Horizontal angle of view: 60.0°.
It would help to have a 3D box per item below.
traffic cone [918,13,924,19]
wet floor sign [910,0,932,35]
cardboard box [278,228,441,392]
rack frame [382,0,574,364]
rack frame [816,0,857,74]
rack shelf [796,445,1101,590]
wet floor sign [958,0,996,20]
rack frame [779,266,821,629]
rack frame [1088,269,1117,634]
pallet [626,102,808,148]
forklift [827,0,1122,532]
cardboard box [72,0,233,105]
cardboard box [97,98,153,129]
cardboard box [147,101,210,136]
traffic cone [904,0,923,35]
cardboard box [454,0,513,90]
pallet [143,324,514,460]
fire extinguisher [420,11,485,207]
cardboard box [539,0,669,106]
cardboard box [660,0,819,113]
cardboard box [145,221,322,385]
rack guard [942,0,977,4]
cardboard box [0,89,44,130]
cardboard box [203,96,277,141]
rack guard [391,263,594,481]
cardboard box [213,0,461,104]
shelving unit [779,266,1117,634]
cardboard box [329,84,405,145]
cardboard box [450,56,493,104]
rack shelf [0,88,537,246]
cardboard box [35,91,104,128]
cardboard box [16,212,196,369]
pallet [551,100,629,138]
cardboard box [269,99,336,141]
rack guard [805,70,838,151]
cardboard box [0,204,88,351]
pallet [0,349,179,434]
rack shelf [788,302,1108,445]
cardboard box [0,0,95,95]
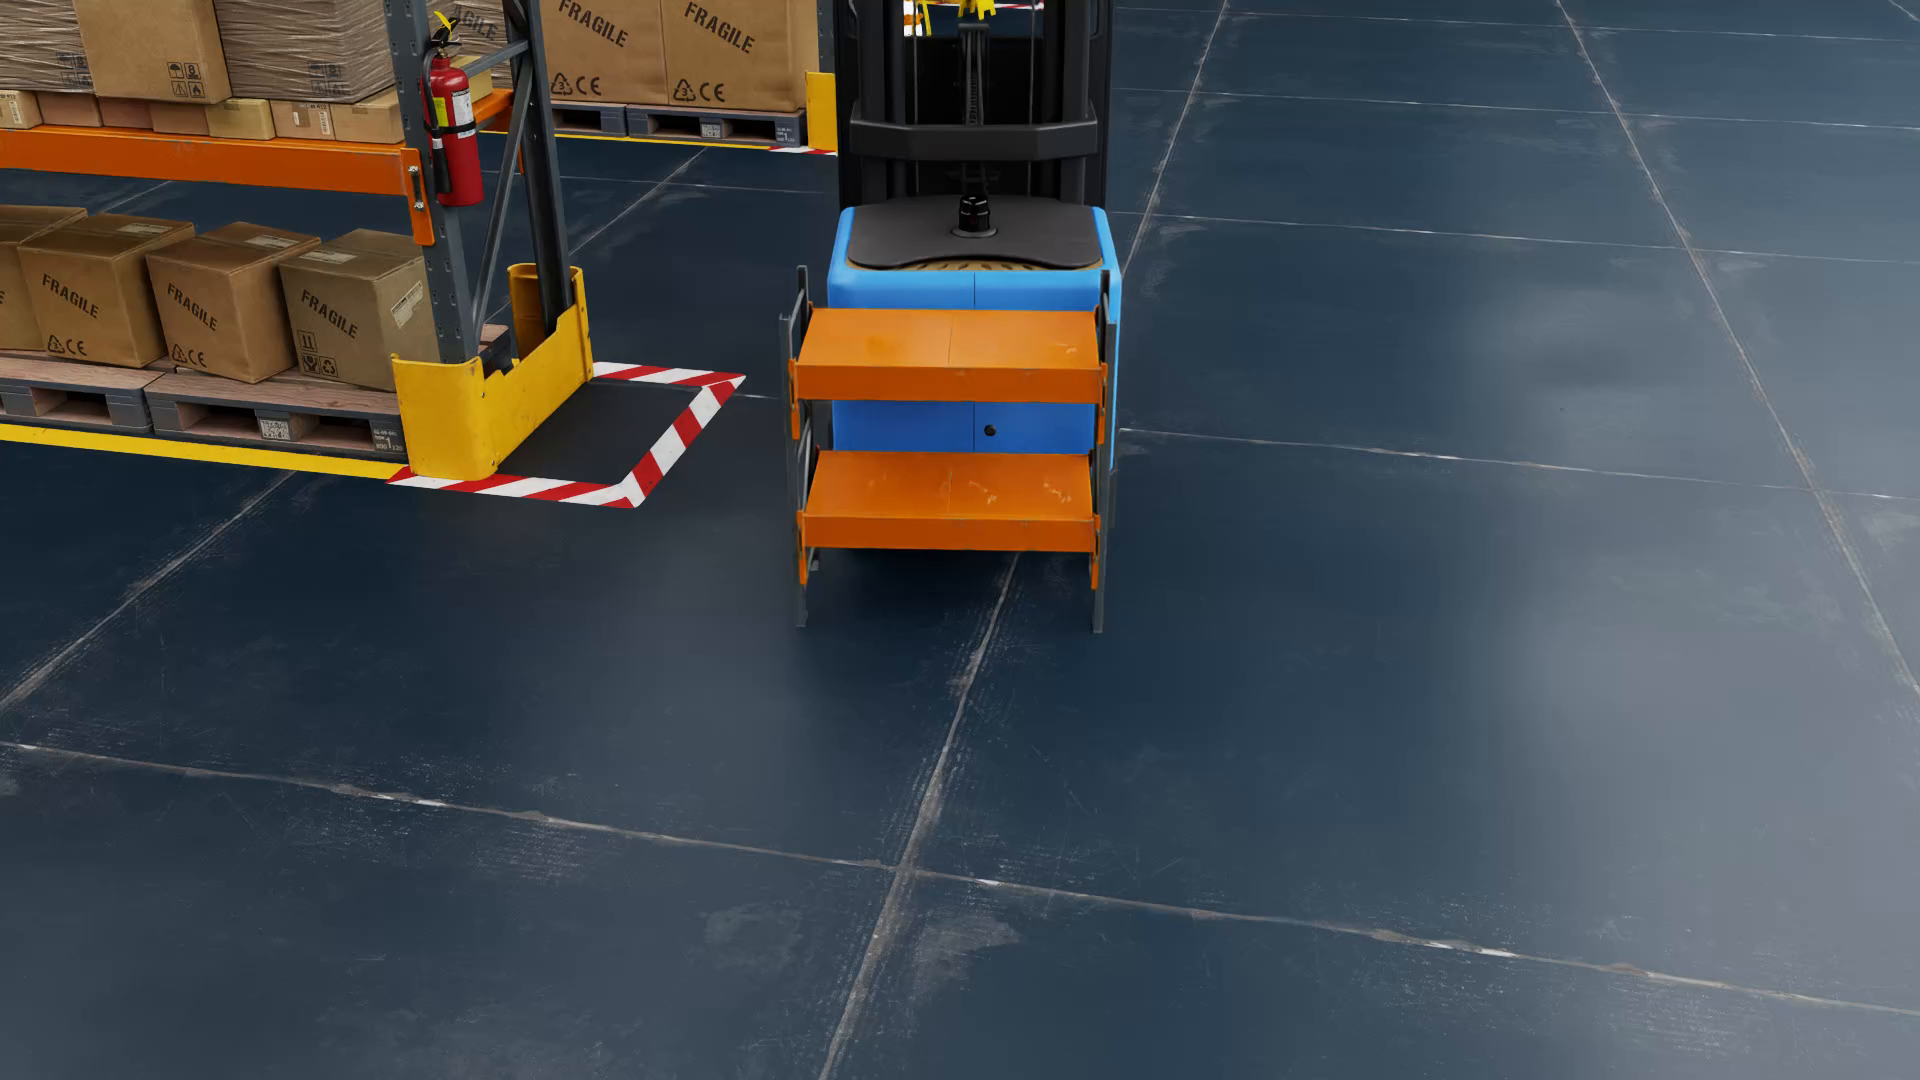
[{"bbox_3d":[-0.504,-4.808,14.551,0.334,0.463,0.336,6,29,11],"label":"traffic cone"},{"bbox_3d":[-0.307,-4.043,12.963,0.232,0.644,0.267,1,29,2],"label":"wet floor sign"},{"bbox_3d":[-2.491,-0.988,7.097,0.500,0.500,0.500,11,31,20],"label":"cardboard box"},{"bbox_3d":[-1.884,-1.830,6.468,0.127,3.000,1.000,6,29,11],"label":"rack frame"},{"bbox_3d":[-0.749,-4.149,10.705,0.127,3.000,1.000,6,29,11],"label":"rack frame"},{"bbox_3d":[-0.030,-0.087,5.746,1.000,0.278,0.538,1,29,2],"label":"rack shelf"},{"bbox_3d":[0.148,-4.929,14.582,0.232,0.644,0.267,17,33,28],"label":"wet floor sign"},{"bbox_3d":[-0.538,-0.310,5.644,0.032,1.125,0.500,1,29,2],"label":"rack frame"},{"bbox_3d":[0.478,-0.293,5.613,0.032,1.125,0.500,1,29,2],"label":"rack frame"},{"bbox_3d":[-1.547,-2.969,11.454,1.213,0.211,1.003,6,29,11],"label":"pallet"},{"bbox_3d":[0.051,-1.960,6.779,1.130,2.935,3.031,0,29,0],"label":"forklift"},{"bbox_3d":[-2.930,-2.066,6.486,0.500,0.500,0.875,6,29,11],"label":"cardboard box"},{"bbox_3d":[-3.182,-1.754,6.592,0.250,0.149,0.380,6,29,11],"label":"cardboard box"},{"bbox_3d":[-2.946,-1.710,6.511,0.250,0.149,0.380,6,29,11],"label":"cardboard box"},{"bbox_3d":[-0.404,-4.253,13.536,0.334,0.463,0.336,6,29,11],"label":"traffic cone"},{"bbox_3d":[-3.178,-3.618,11.510,0.875,0.875,0.875,6,29,11],"label":"cardboard box"},{"bbox_3d":[-2.745,-0.712,7.331,1.213,0.211,1.003,6,29,11],"label":"pallet"},{"bbox_3d":[-1.868,-1.568,6.071,0.183,0.674,0.296,6,29,11],"label":"fire extinguisher"},{"bbox_3d":[-2.287,-3.525,11.341,0.875,0.875,0.875,5,29,10],"label":"cardboard box"},{"bbox_3d":[-1.426,-3.438,11.182,0.875,0.875,0.875,6,29,11],"label":"cardboard box"},{"bbox_3d":[-3.083,-1.032,7.177,0.500,0.500,0.500,14,32,24],"label":"cardboard box"},{"bbox_3d":[0.111,-5.395,15.584,0.348,0.500,1.175,6,29,11],"label":"rack guard"},{"bbox_3d":[-3.694,-1.752,6.589,0.250,0.149,0.380,6,29,11],"label":"cardboard box"},{"bbox_3d":[-2.705,-1.677,6.452,0.250,0.149,0.380,6,29,11],"label":"cardboard box"},{"bbox_3d":[-1.958,-0.741,7.083,0.348,0.500,1.175,6,29,11],"label":"rack guard"},{"bbox_3d":[-2.416,-2.072,6.497,0.500,0.500,0.875,6,29,11],"label":"cardboard box"},{"bbox_3d":[-0.030,-0.301,5.629,1.048,1.125,0.538,1,29,2],"label":"shelving unit"},{"bbox_3d":[-2.206,-1.651,6.404,0.250,0.149,0.380,6,29,11],"label":"cardboard box"},{"bbox_3d":[-2.113,-1.860,6.785,0.250,0.149,0.380,6,29,11],"label":"cardboard box"},{"bbox_3d":[-3.840,-1.715,7.008,4.000,0.370,1.077,6,29,11],"label":"rack shelf"},{"bbox_3d":[-3.431,-1.769,6.619,0.250,0.149,0.380,6,29,11],"label":"cardboard box"},{"bbox_3d":[-3.691,-1.103,7.308,0.500,0.500,0.500,9,30,15],"label":"cardboard box"},{"bbox_3d":[-2.737,-3.093,11.679,1.213,0.211,1.003,6,29,11],"label":"pallet"},{"bbox_3d":[-2.450,-1.676,6.450,0.250,0.149,0.380,6,29,11],"label":"cardboard box"},{"bbox_3d":[-0.726,-3.050,11.301,0.348,0.500,1.175,6,29,11],"label":"rack guard"},{"bbox_3d":[-4.227,-1.180,7.448,0.500,0.500,0.500,3,29,6],"label":"cardboard box"},{"bbox_3d":[-3.935,-0.836,7.557,1.213,0.211,1.003,6,29,11],"label":"pallet"},{"bbox_3d":[-0.030,-0.558,5.488,1.000,0.278,0.538,1,29,2],"label":"rack shelf"},{"bbox_3d":[-3.410,-2.136,6.615,0.500,0.500,0.875,6,29,11],"label":"cardboard box"}]
